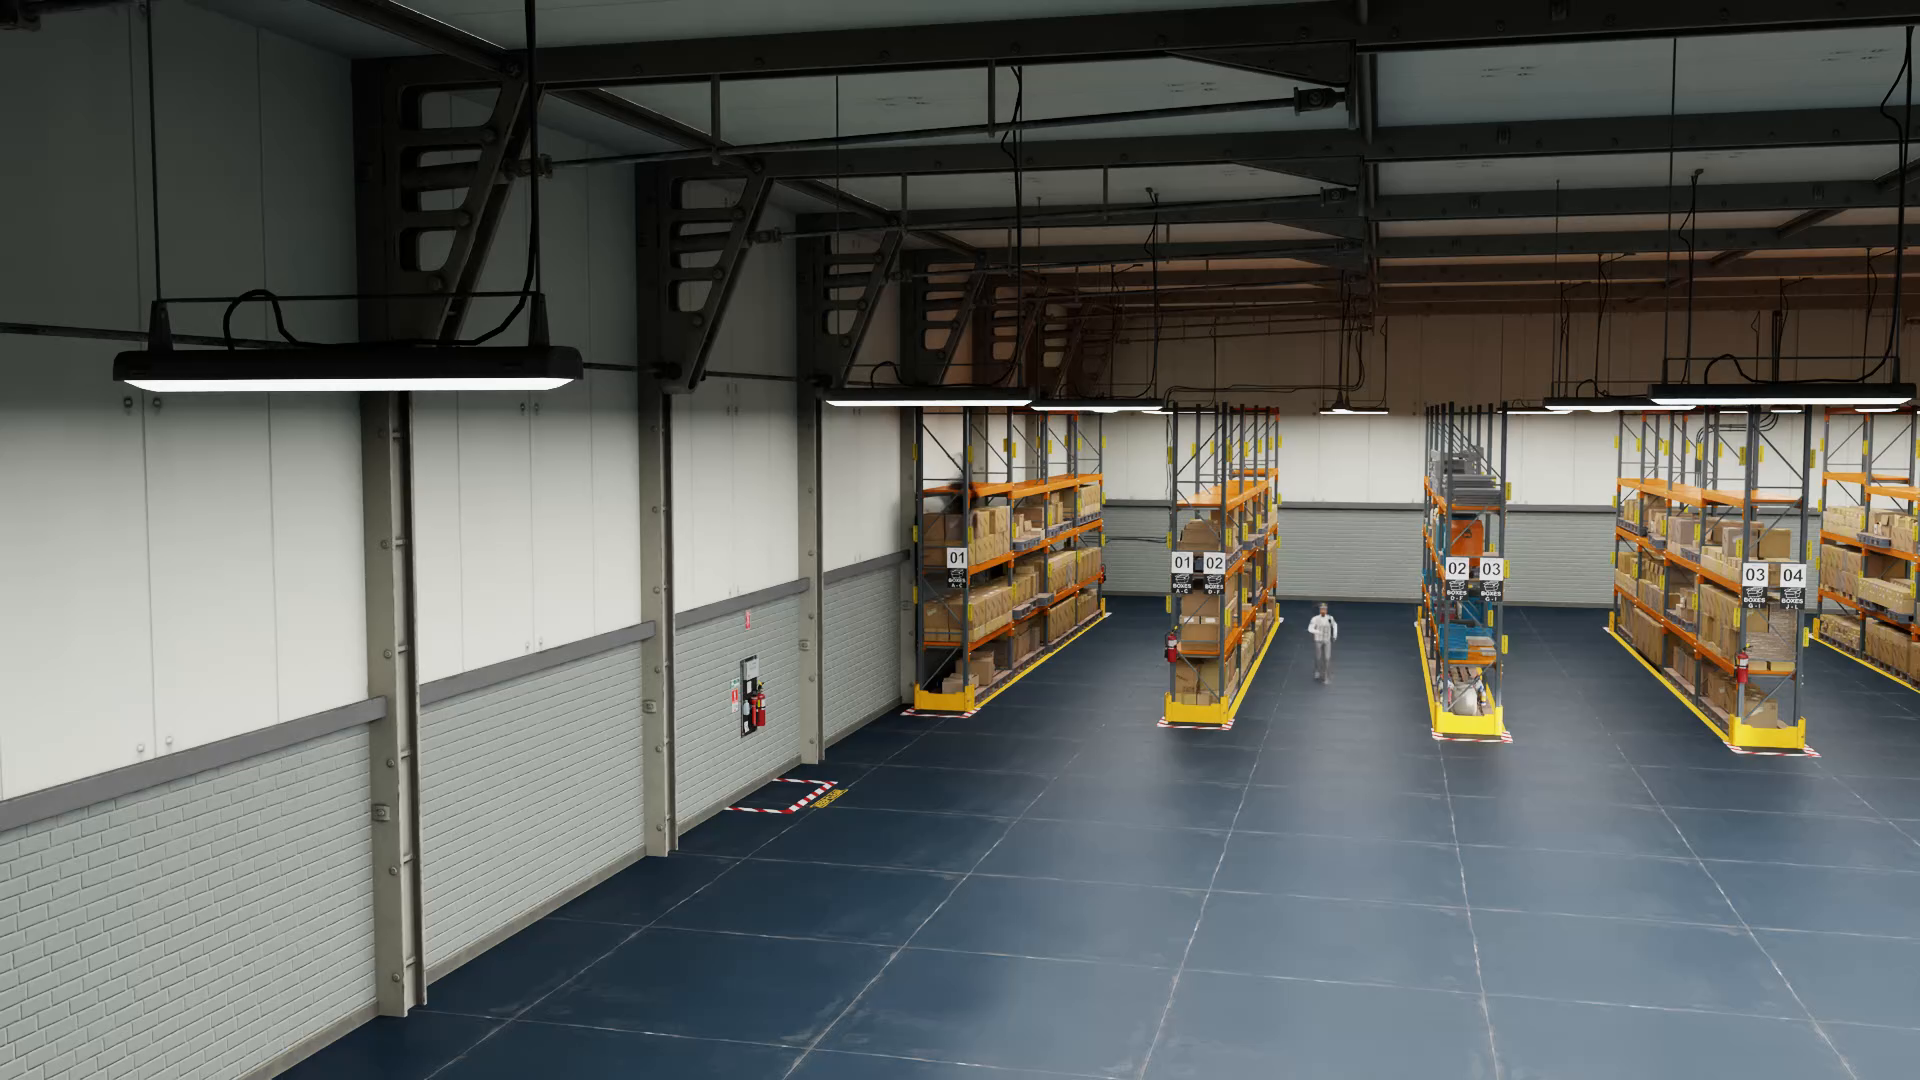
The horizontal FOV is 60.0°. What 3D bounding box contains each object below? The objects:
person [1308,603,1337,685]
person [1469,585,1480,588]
[{"bbox_3d":[7.834,2.216,35.908,0.635,1.732,0.839,0,4,5],"label":"person"},{"bbox_3d":[14.359,1.518,46.108,0.562,1.631,0.844,-4,6,-43],"label":"person"}]
